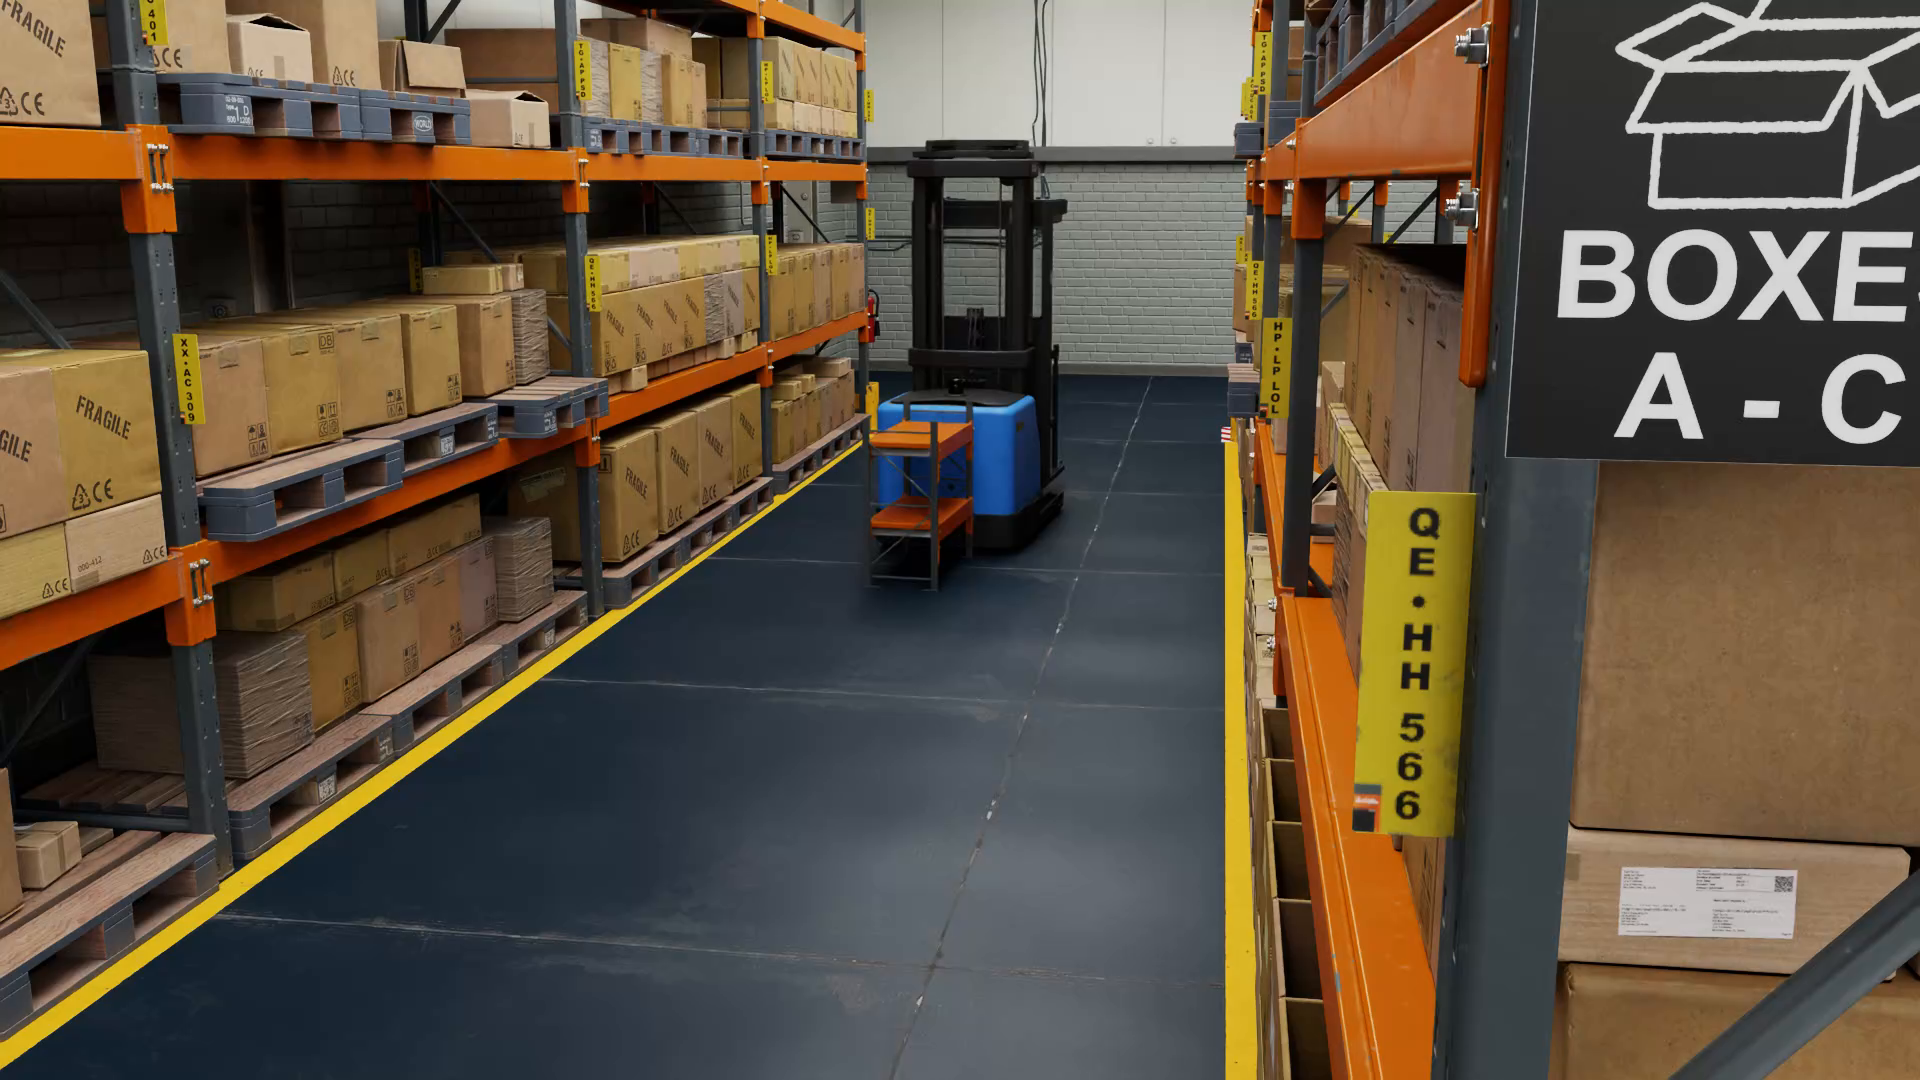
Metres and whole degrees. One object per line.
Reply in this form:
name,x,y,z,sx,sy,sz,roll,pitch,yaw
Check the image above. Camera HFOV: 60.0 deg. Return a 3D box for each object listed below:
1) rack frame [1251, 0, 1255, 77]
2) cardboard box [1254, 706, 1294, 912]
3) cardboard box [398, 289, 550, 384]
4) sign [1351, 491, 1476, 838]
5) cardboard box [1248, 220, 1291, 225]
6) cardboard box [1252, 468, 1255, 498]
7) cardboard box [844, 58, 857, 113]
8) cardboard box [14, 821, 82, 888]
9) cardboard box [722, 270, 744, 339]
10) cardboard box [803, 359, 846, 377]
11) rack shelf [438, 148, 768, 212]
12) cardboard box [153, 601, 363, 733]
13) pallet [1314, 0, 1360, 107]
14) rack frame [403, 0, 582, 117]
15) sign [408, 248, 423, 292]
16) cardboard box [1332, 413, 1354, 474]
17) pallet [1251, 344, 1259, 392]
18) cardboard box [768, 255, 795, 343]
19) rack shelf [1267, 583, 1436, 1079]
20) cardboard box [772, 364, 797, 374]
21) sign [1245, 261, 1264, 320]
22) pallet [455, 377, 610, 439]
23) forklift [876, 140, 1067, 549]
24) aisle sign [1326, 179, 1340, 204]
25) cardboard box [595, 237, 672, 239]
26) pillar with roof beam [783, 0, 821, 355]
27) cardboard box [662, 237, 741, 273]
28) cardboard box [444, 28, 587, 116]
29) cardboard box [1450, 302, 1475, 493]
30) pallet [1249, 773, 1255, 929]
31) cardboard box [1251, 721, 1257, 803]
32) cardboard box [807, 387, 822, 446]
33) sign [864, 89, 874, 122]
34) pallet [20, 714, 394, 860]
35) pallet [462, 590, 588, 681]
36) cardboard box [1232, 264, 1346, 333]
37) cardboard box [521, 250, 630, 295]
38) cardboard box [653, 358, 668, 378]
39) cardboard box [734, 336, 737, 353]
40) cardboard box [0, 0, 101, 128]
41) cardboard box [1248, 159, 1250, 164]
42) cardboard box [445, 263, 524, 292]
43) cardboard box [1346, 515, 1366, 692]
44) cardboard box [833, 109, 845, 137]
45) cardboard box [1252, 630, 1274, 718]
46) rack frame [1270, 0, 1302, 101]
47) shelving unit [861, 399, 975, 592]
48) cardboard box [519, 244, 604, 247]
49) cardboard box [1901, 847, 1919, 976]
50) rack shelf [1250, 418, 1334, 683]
rack frame,3.412,-5.444,16.397,1.000,3.000,0.127,2,12,9
cardboard box,1.186,0.845,5.203,0.500,0.500,0.500,2,12,9
cardboard box,-2.776,-1.172,9.530,0.700,0.500,0.500,0,12,2
sign,0.417,0.117,1.522,0.100,0.325,0.005,2,12,9
cardboard box,2.773,-2.542,14.558,0.500,0.500,0.500,2,12,9
cardboard box,2.098,-0.420,10.433,0.500,0.250,0.500,2,12,11
cardboard box,-1.326,-4.524,16.588,0.500,0.500,0.500,2,12,8
cardboard box,-3.381,1.109,5.910,0.380,0.166,0.250,0,12,1
cardboard box,-1.989,-1.832,12.884,0.500,0.500,0.500,2,12,9
cardboard box,-1.370,-1.737,16.831,0.380,0.149,0.250,2,12,10
rack shelf,-2.406,-2.537,11.734,1.077,0.370,4.000,2,12,9
cardboard box,-3.202,0.570,7.616,0.700,0.500,0.500,2,12,8
pallet,1.461,-1.258,4.303,1.003,0.211,1.213,2,12,9
rack frame,-2.713,-3.939,9.410,1.000,3.000,0.127,2,12,9
sign,-3.262,-1.590,10.001,0.100,0.325,0.005,2,12,9
cardboard box,1.296,-0.278,4.886,0.380,0.149,0.250,2,12,9
pallet,2.476,-1.158,11.201,1.003,0.211,1.213,2,12,9
cardboard box,-1.999,-2.098,14.396,0.980,0.700,0.700,2,12,10
rack shelf,1.259,0.754,3.581,1.077,0.370,4.000,2,12,9
cardboard box,-1.825,-1.645,16.403,0.380,0.149,0.250,2,12,9
sign,1.644,-1.389,9.260,0.100,0.325,0.005,2,12,9
pallet,-2.718,-0.761,9.358,1.213,0.211,1.003,2,12,9
forklift,0.225,-1.634,13.116,1.130,2.935,3.031,3,12,13
aisle sign,3.725,-3.787,16.775,0.394,0.787,0.004,2,12,9
cardboard box,-2.500,-2.213,12.872,0.500,0.250,0.500,2,12,9
pillar with roof beam,2.331,-6.055,19.229,9.100,9.000,0.400,2,12,9
cardboard box,-2.005,-2.198,12.801,0.500,0.250,0.500,2,12,10
cardboard box,-2.697,-2.837,10.138,0.700,0.500,0.500,1,12,4
cardboard box,1.120,-0.082,2.436,0.700,0.500,0.500,2,12,7
pallet,1.641,1.195,6.449,1.003,0.211,1.213,2,12,9
cardboard box,1.424,0.924,6.615,0.500,0.250,0.500,2,12,8
cardboard box,-1.720,-1.186,15.812,0.700,0.500,0.500,2,12,10
sign,-0.949,-4.512,17.274,0.100,0.325,0.005,2,12,9
pallet,-3.210,1.027,7.225,1.003,0.211,1.213,2,12,9
pallet,-2.835,0.520,9.582,1.003,0.211,1.213,2,12,9
cardboard box,2.503,-1.842,12.686,0.700,0.500,0.500,-2,12,-10
cardboard box,-2.384,-1.669,10.347,0.500,0.250,0.500,2,12,10
cardboard box,-2.264,-1.223,11.597,0.380,0.149,0.250,2,12,10
cardboard box,-1.970,-1.541,13.071,0.380,0.149,0.250,2,12,10
cardboard box,-3.162,-1.585,5.323,0.500,0.500,0.500,2,12,10
cardboard box,2.992,-3.702,15.789,0.500,0.250,0.500,2,12,9
cardboard box,-2.737,-1.514,9.579,0.380,0.149,0.250,0,12,1
cardboard box,1.430,0.140,4.487,0.700,0.500,0.500,2,12,8
cardboard box,-1.412,-4.049,16.165,0.500,0.250,0.500,1,12,7
cardboard box,1.499,0.545,7.043,0.500,0.311,0.500,2,12,8
rack frame,2.182,-3.779,8.669,1.000,3.000,0.127,2,12,9
shelving unit,-0.273,-0.328,11.346,0.538,1.125,1.048,3,12,13
cardboard box,-2.735,-1.894,11.391,0.500,0.250,0.500,2,12,7
cardboard box,1.225,0.378,1.842,0.380,0.149,0.250,2,12,8
rack shelf,1.874,-0.078,7.445,1.077,0.370,4.000,2,12,9
